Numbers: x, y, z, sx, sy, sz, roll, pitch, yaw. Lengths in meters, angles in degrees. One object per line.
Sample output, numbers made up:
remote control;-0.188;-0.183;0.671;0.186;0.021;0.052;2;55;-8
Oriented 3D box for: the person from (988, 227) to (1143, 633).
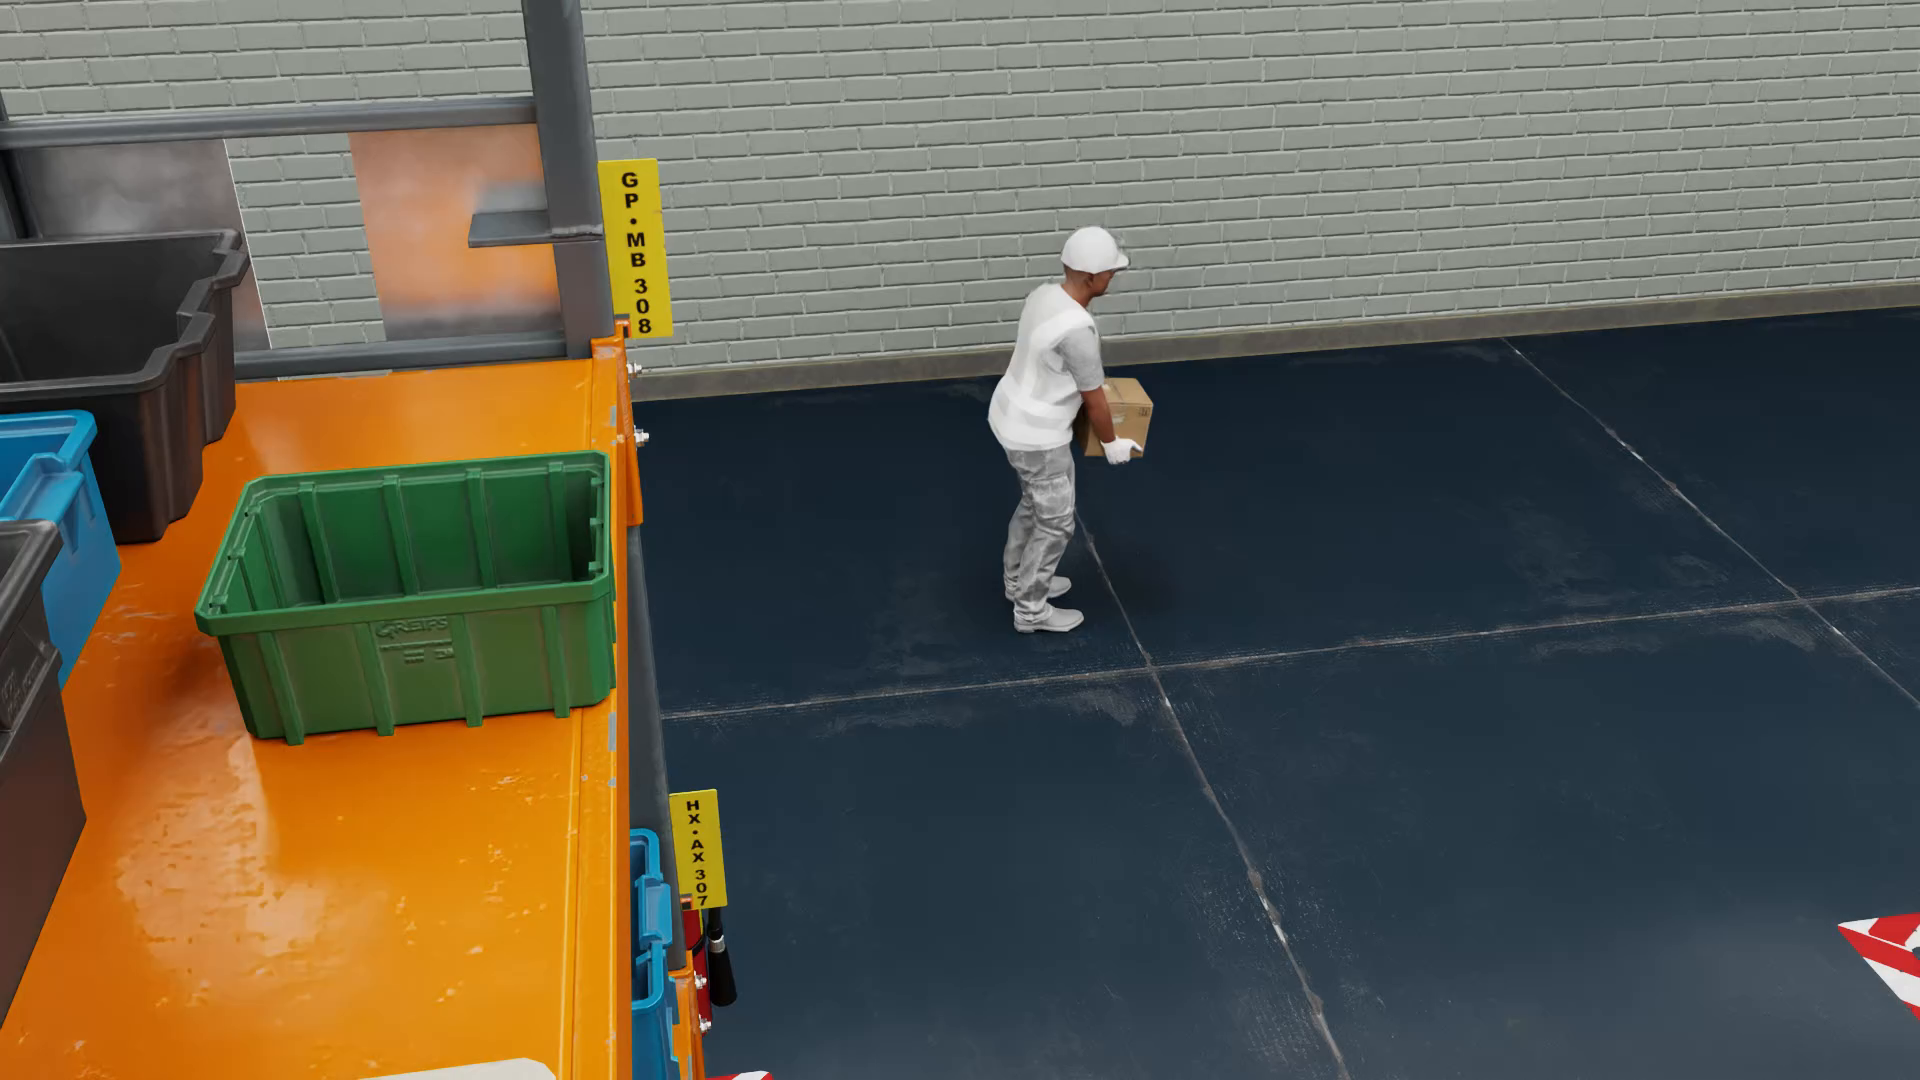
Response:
person;0.428;-0.458;6.930;0.610;1.744;0.488;-6;31;-10
